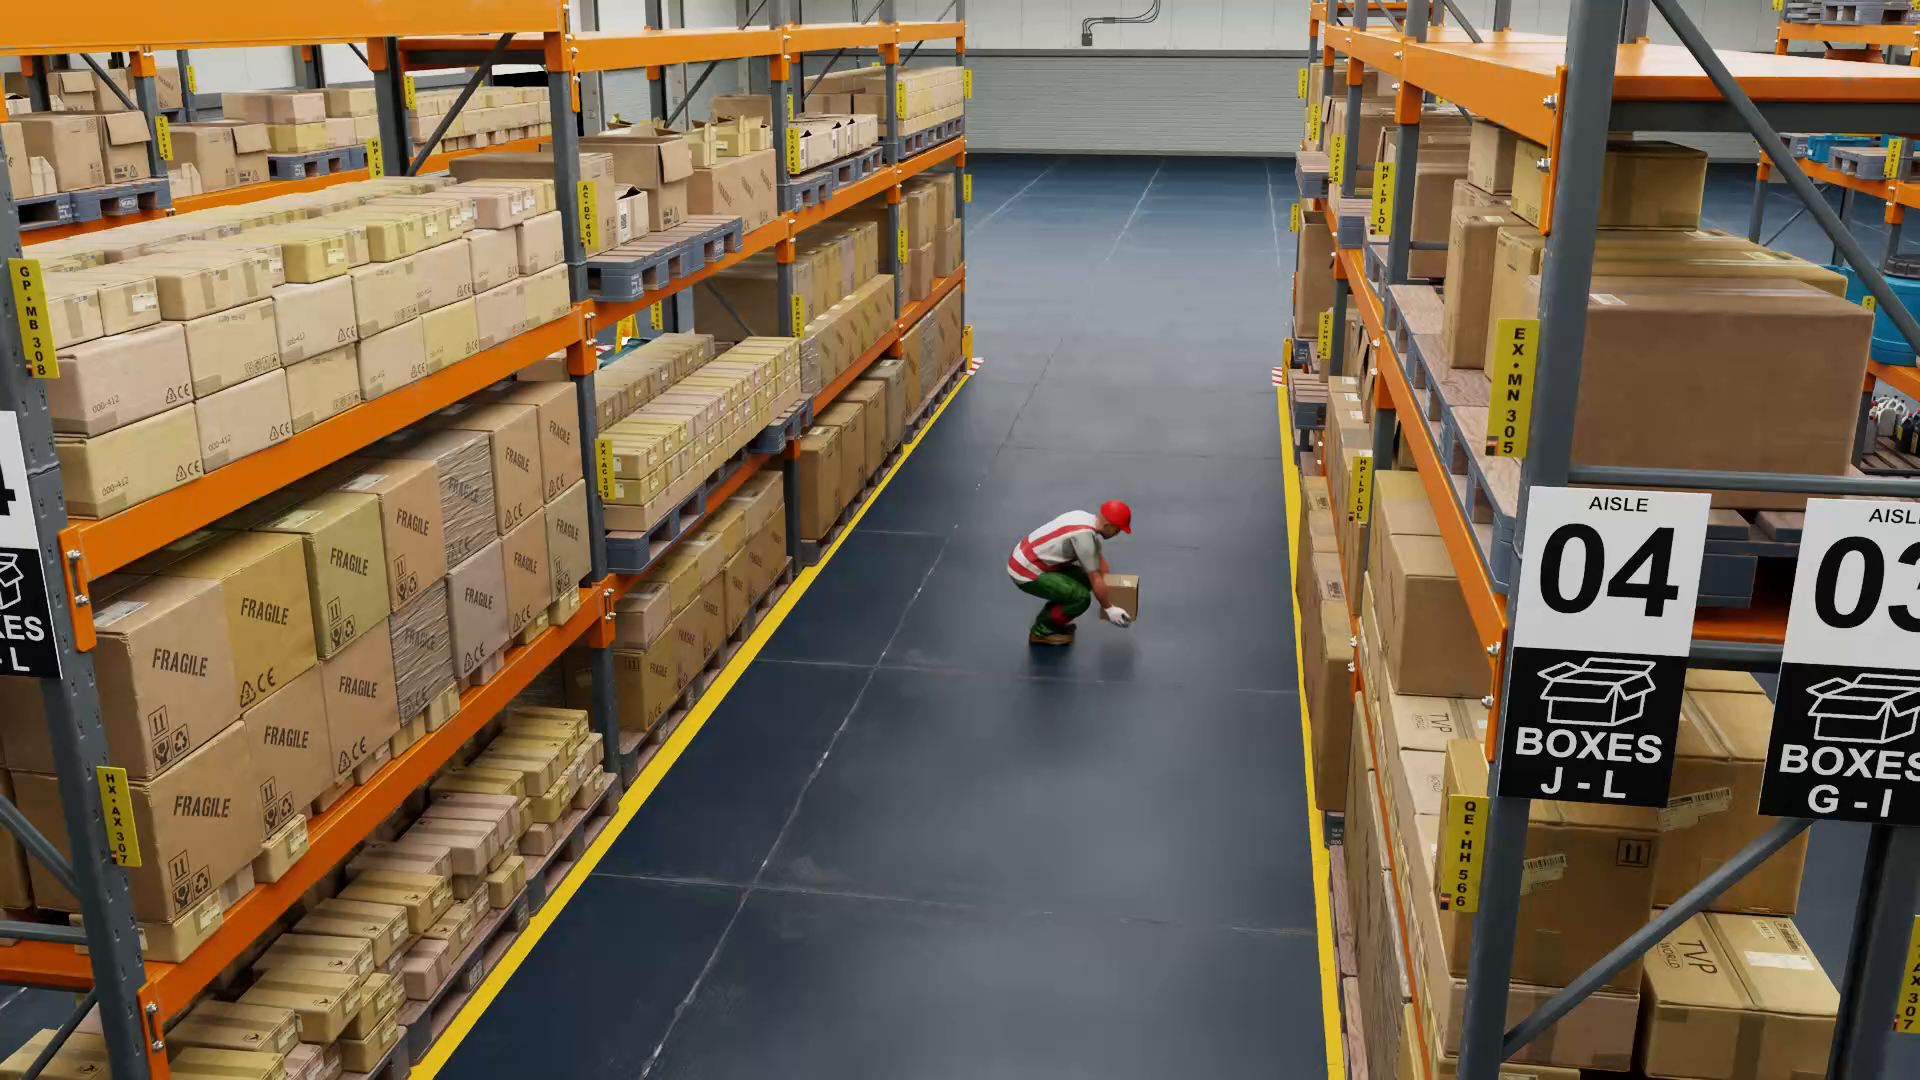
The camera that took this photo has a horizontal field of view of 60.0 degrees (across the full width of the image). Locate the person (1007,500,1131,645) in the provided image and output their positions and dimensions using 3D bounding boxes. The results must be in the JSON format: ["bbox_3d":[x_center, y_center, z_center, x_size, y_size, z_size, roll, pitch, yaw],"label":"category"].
[{"bbox_3d":[0.775,0.204,11.656,0.881,1.015,0.572,3,18,9],"label":"person"}]
